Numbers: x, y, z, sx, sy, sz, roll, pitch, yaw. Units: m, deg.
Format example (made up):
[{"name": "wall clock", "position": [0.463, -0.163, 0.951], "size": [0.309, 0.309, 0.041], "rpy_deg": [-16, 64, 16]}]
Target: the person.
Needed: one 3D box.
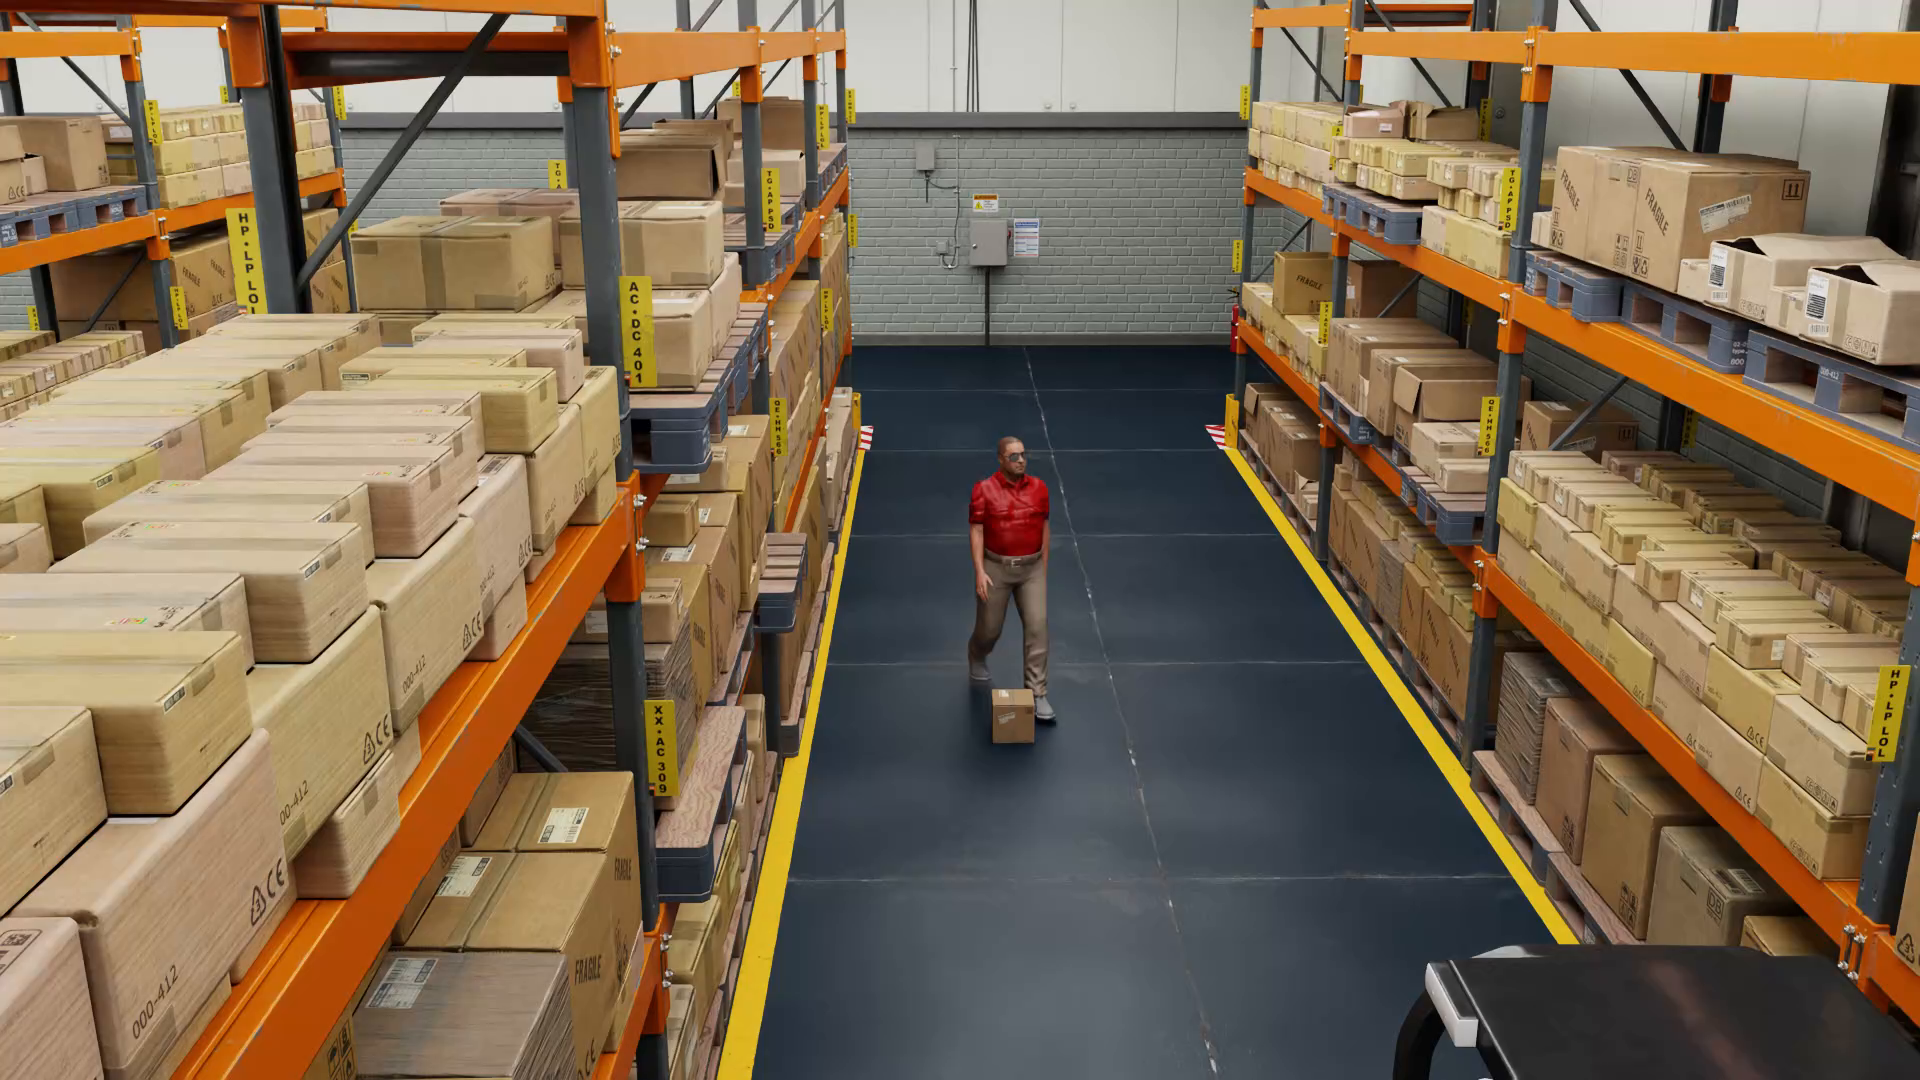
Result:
[{"name": "person", "position": [0.335, 0.204, 10.398], "size": [0.549, 1.689, 0.894], "rpy_deg": [-4, 17, -13]}]
